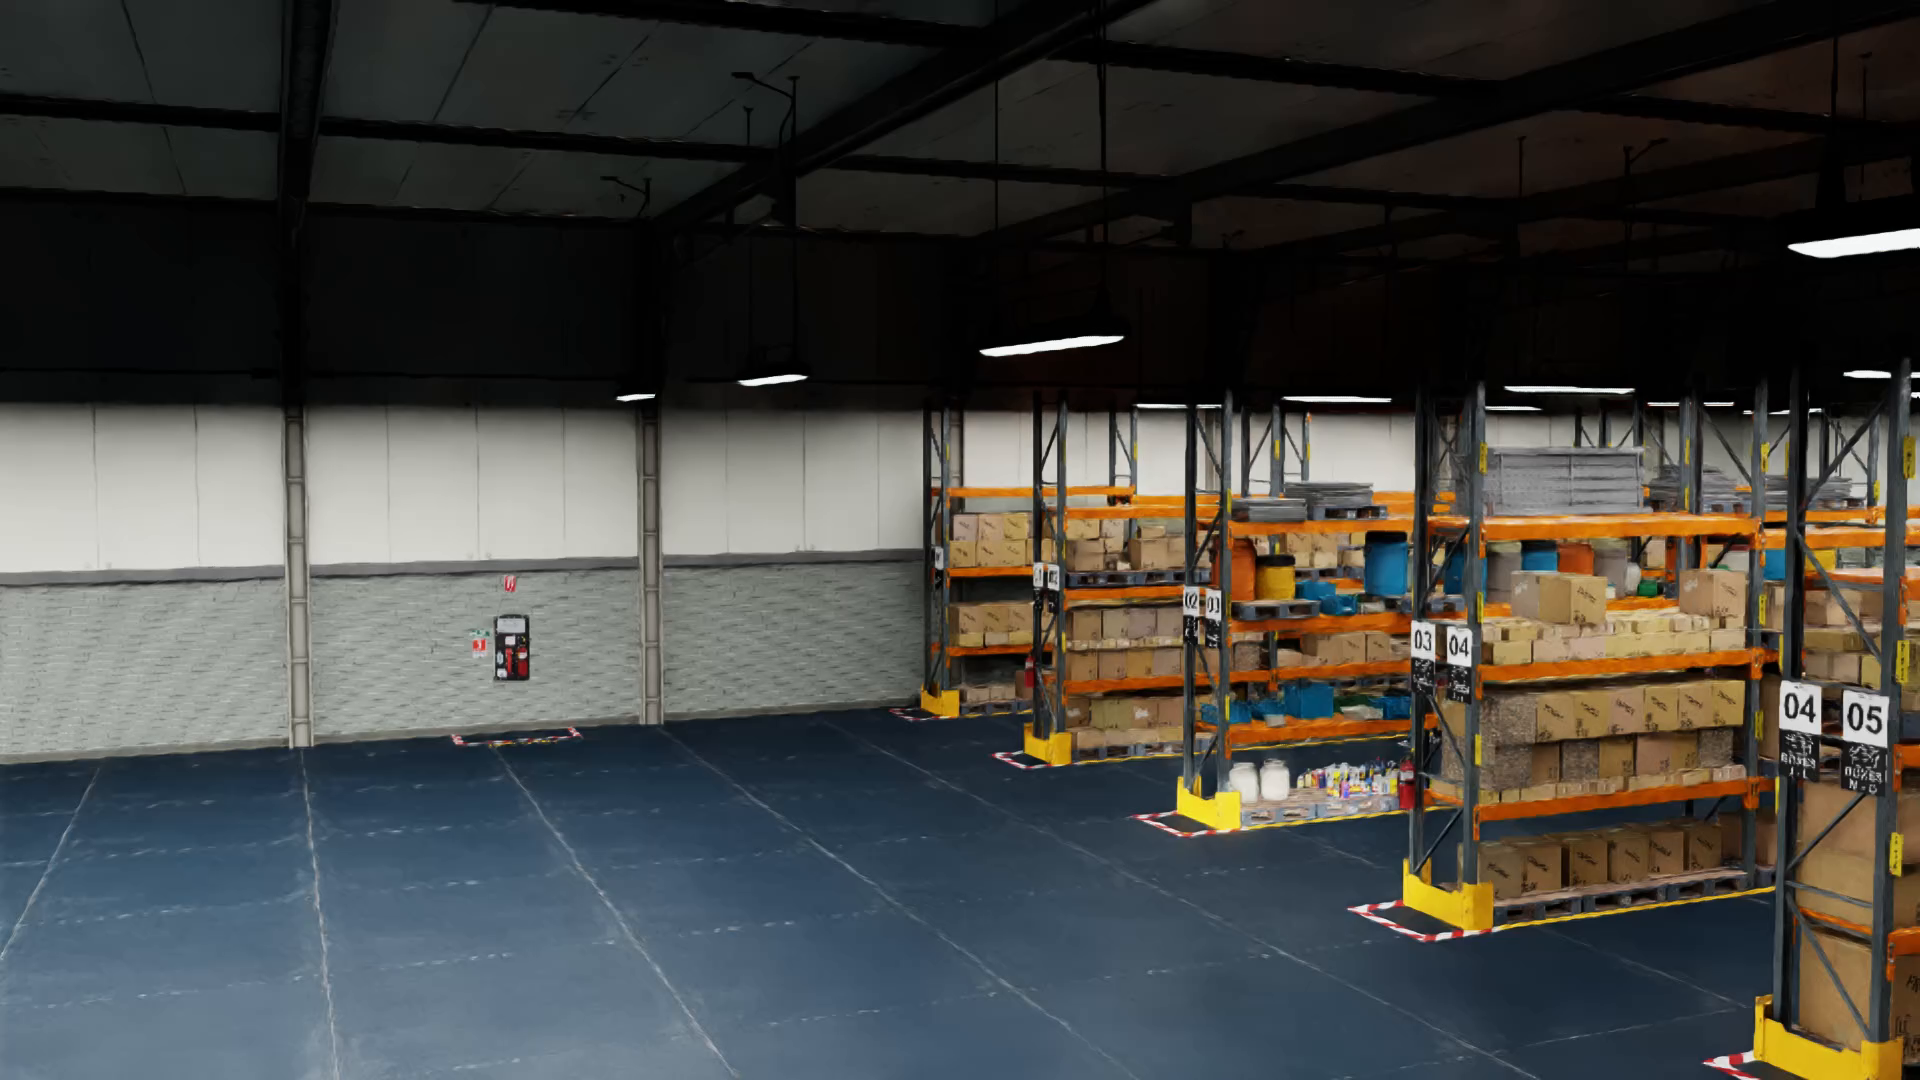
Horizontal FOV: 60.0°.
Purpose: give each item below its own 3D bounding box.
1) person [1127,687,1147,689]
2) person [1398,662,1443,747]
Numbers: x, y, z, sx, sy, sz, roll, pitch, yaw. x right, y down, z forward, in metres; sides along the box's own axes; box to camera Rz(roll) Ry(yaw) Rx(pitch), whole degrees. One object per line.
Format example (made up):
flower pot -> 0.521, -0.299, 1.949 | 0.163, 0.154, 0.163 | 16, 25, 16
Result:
person -> 3.171, 2.554, 29.731 | 0.546, 1.734, 0.729 | -1, 4, -24
person -> 7.816, 2.727, 28.278 | 1.037, 1.517, 0.417 | -1, 4, -20
